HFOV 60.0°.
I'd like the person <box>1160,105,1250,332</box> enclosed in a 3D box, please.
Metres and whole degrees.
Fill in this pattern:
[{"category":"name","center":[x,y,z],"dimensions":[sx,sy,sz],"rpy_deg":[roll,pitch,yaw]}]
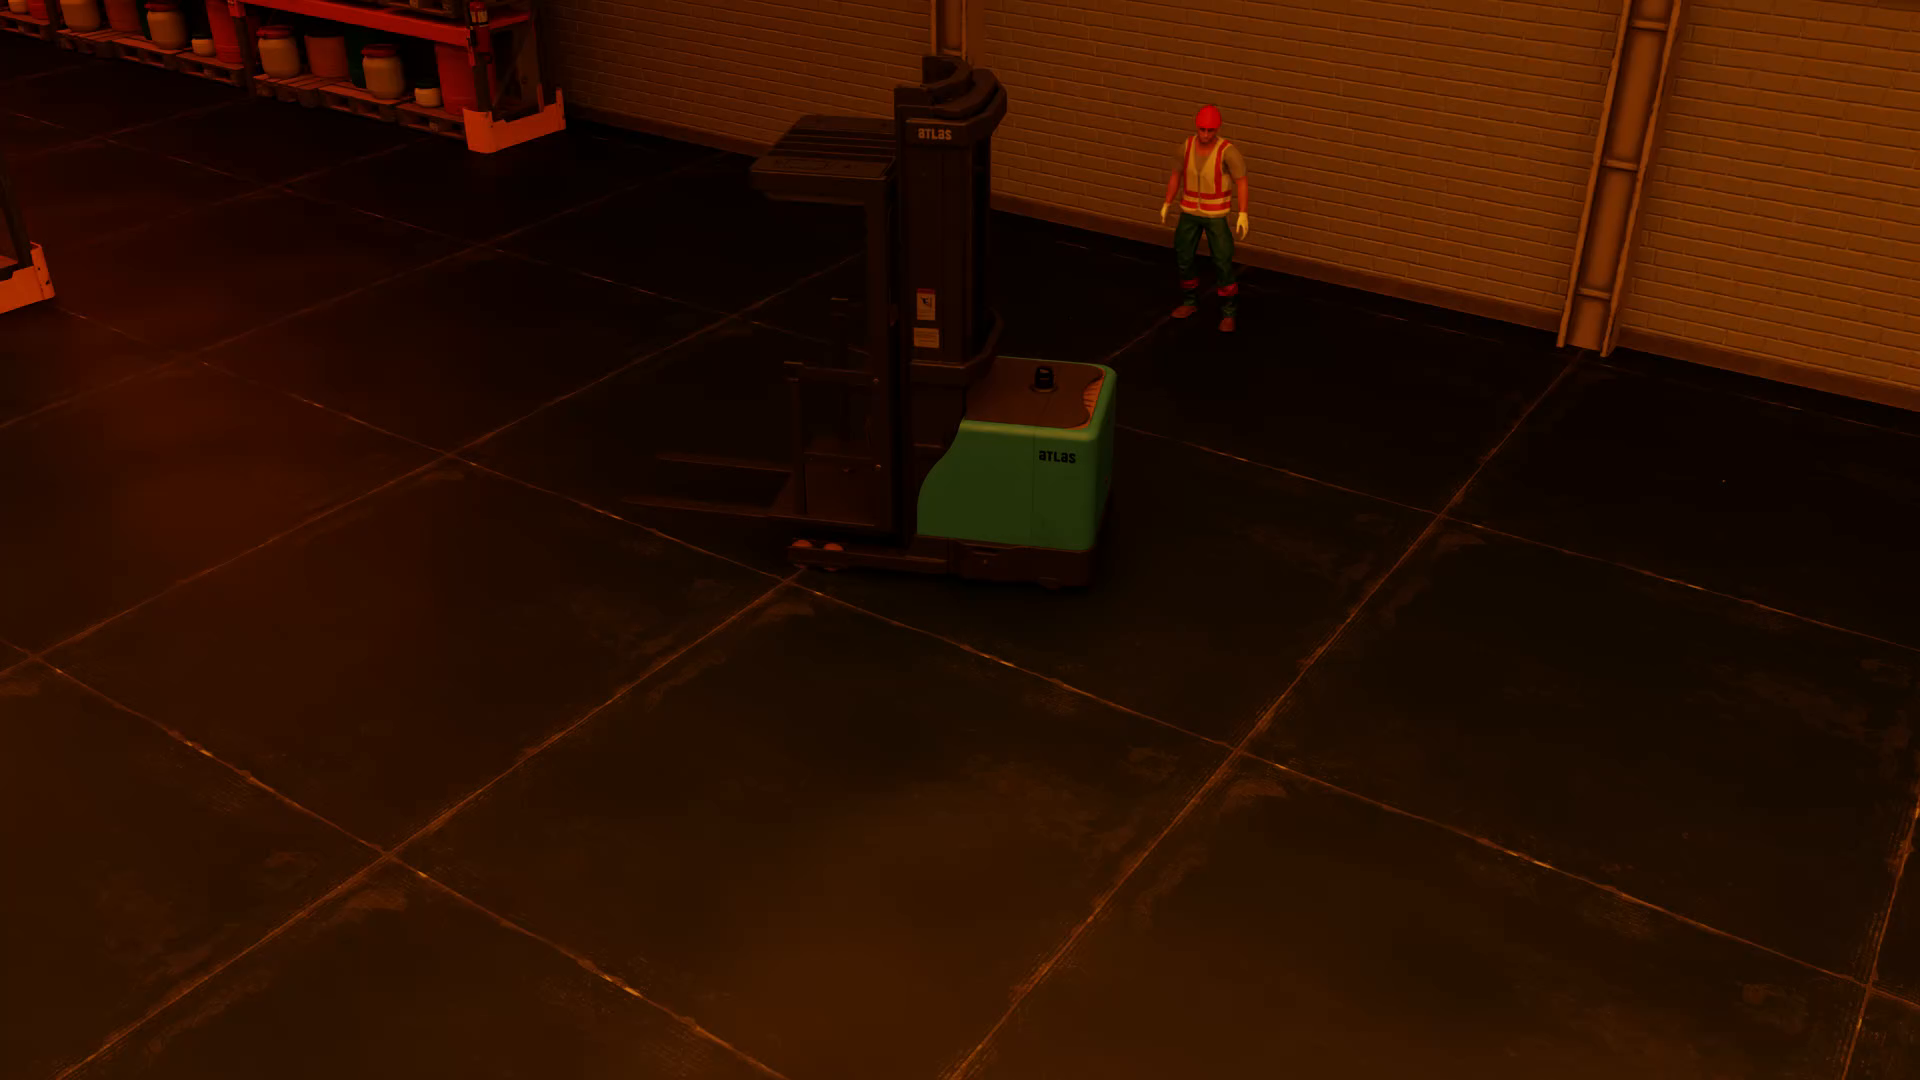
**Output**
[{"category":"person","center":[1.936,-2.572,13.175],"dimensions":[0.771,1.763,0.419],"rpy_deg":[15,33,24]}]

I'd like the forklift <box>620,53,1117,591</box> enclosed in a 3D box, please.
[{"category":"forklift","center":[-0.596,-1.330,9.871],"dimensions":[3.031,2.935,1.130],"rpy_deg":[6,31,10]}]
